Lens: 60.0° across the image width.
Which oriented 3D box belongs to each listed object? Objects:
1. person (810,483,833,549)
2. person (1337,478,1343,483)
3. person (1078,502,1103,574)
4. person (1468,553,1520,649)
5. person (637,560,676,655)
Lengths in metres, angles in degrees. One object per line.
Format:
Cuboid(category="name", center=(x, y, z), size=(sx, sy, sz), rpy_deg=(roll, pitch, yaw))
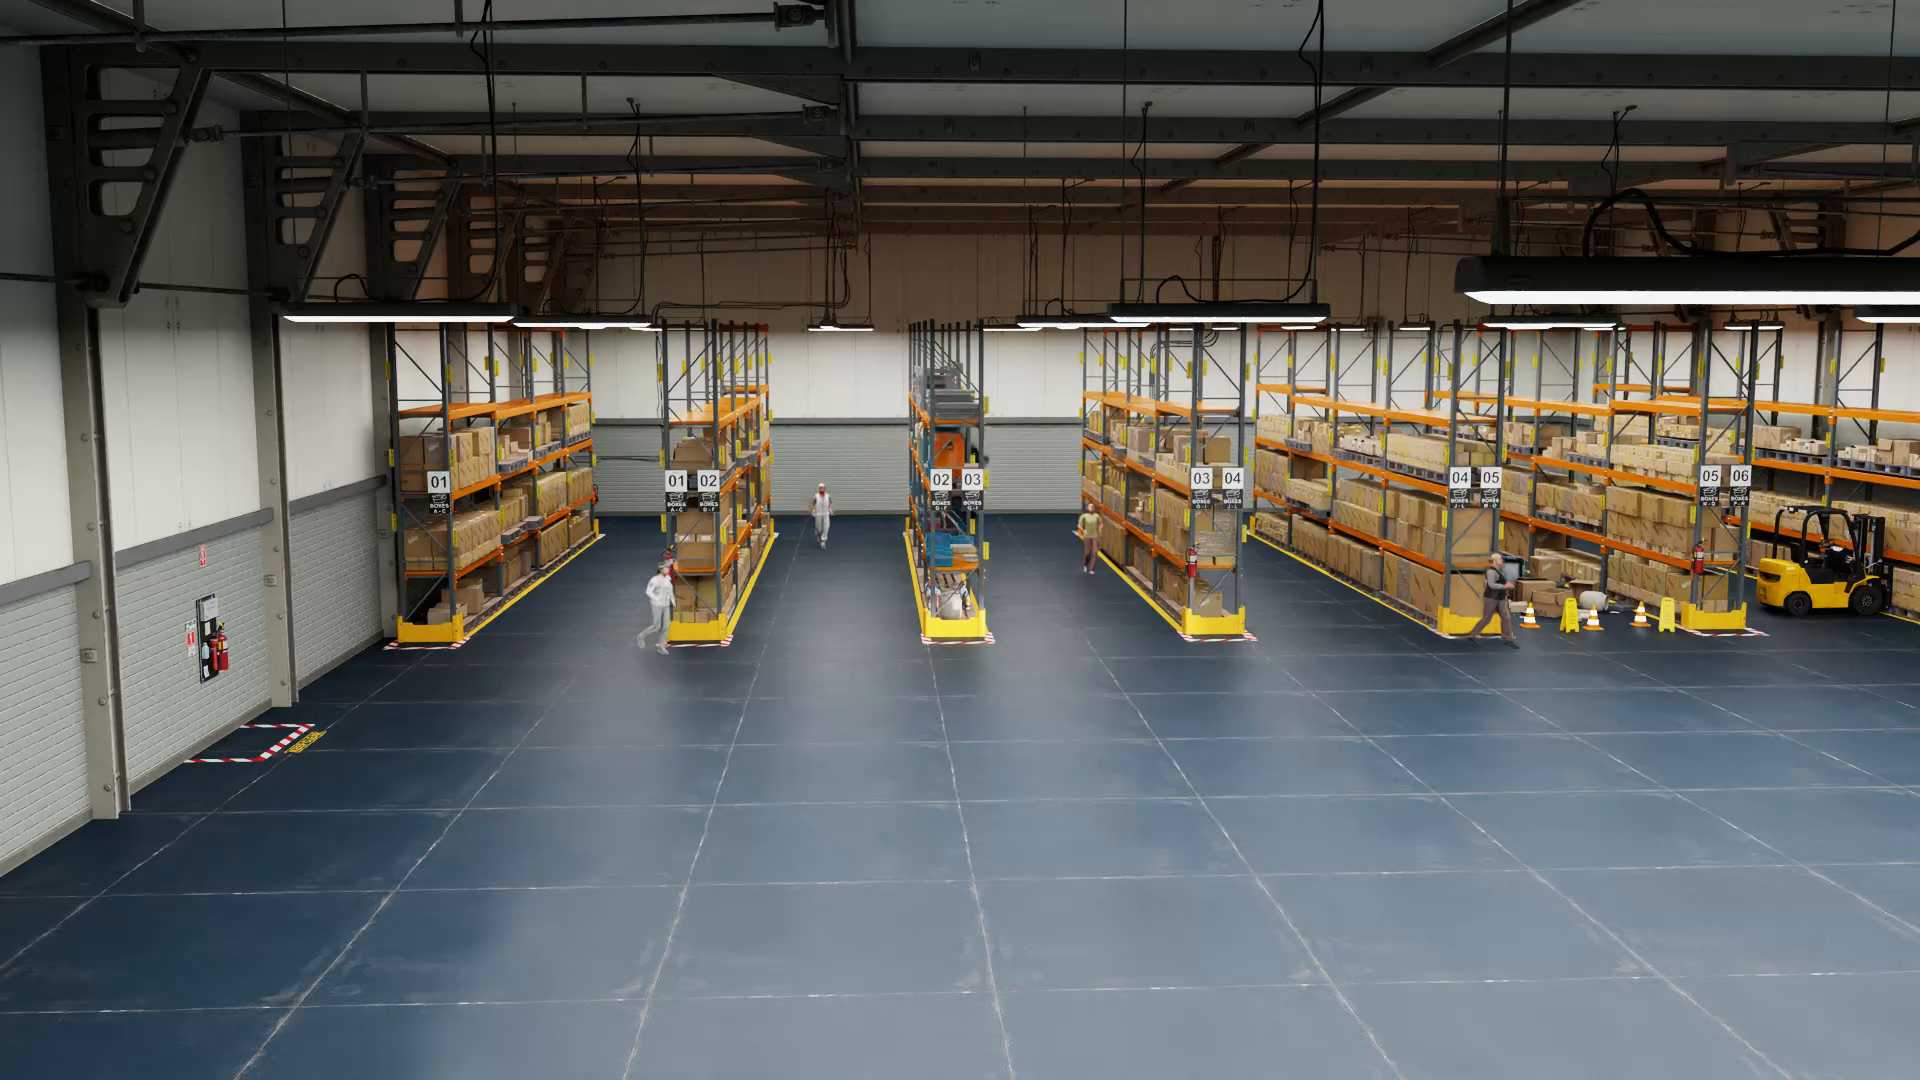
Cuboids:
Cuboid(category="person", center=(-3.703, -0.649, 44.655), size=(0.657, 1.752, 0.725), rpy_deg=(-2, 7, -16))
Cuboid(category="person", center=(10.628, -0.868, 46.469), size=(0.699, 1.738, 0.758), rpy_deg=(-2, 7, -12))
Cuboid(category="person", center=(2.986, -0.048, 37.872), size=(0.581, 1.620, 0.582), rpy_deg=(-1, 7, -8))
Cuboid(category="person", center=(9.739, 1.105, 30.275), size=(0.905, 1.735, 0.666), rpy_deg=(5, 9, 38))
Cuboid(category="person", center=(-5.421, 1.195, 30.128), size=(0.713, 1.666, 0.665), rpy_deg=(5, 9, 35))
